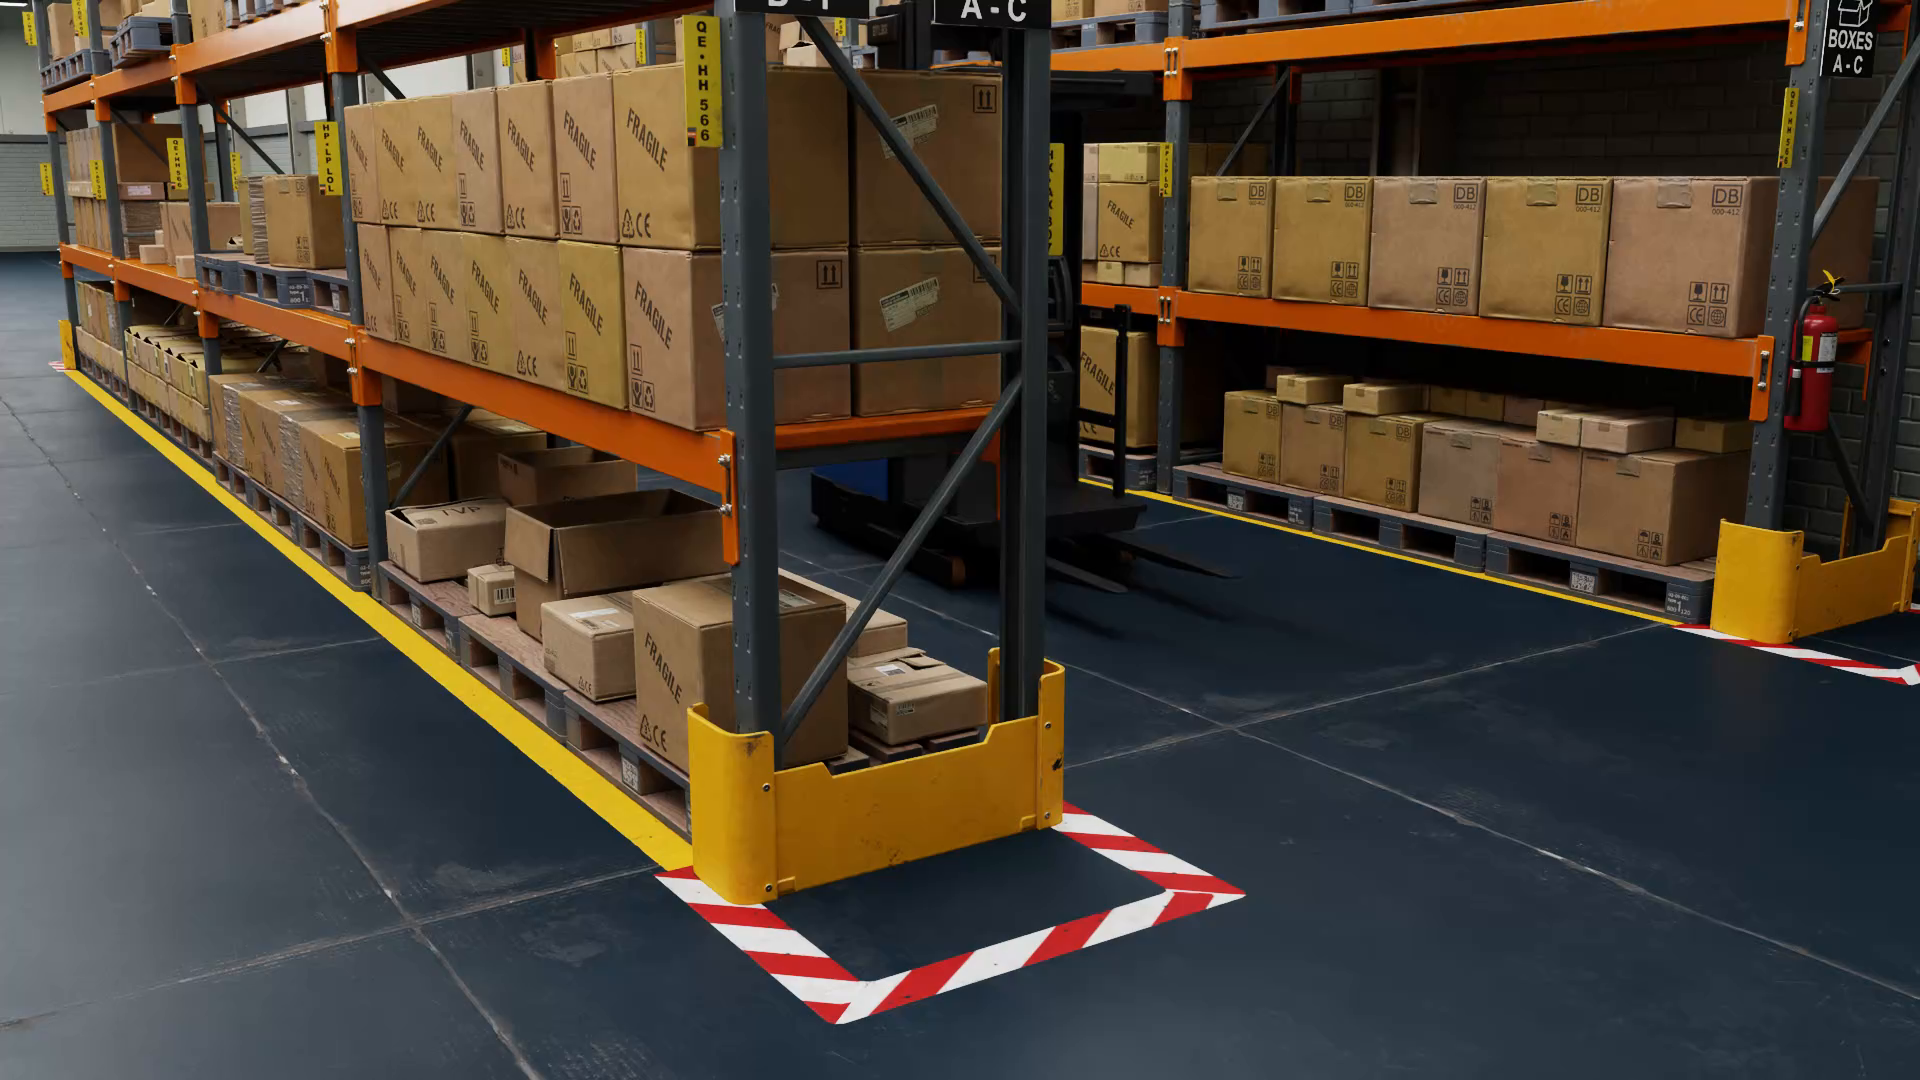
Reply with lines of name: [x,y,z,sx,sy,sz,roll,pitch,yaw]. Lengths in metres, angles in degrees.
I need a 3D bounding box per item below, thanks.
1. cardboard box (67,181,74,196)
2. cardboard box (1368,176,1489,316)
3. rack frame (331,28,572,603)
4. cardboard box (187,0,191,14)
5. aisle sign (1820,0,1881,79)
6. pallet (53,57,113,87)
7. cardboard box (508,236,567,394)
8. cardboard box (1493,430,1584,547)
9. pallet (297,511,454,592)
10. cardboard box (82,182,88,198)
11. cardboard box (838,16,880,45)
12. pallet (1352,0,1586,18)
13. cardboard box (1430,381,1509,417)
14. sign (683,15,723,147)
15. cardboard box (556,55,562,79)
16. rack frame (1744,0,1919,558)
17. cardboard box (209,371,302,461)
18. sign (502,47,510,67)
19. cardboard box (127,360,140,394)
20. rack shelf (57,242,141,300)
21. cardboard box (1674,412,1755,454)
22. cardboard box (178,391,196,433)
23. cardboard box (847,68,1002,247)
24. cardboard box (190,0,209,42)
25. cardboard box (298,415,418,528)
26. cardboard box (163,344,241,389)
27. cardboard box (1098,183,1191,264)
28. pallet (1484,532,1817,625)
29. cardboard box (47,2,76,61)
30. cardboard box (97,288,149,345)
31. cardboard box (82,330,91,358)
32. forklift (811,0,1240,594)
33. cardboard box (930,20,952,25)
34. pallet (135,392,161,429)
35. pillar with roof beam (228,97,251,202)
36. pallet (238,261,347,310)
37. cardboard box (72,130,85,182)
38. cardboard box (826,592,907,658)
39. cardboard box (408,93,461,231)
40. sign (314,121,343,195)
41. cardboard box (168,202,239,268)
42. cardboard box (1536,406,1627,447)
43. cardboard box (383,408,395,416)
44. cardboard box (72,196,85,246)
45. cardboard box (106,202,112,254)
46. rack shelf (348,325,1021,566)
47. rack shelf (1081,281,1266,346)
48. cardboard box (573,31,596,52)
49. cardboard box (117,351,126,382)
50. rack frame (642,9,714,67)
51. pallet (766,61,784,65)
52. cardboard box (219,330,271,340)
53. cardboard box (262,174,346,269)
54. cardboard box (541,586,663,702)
cardboard box: [-9.014,-3.636,17.214,0.380,0.149,0.250,-8,15,-33]
cardboard box: [2.816,-1.608,8.990,0.980,0.700,0.700,-9,15,-35]
rack frame: [-2.404,-1.231,7.970,1.000,3.000,0.127,-8,15,-33]
cardboard box: [-4.918,-3.614,11.213,0.500,0.250,0.500,-9,15,-37]
aisle sign: [3.724,-2.328,6.903,0.394,0.787,0.004,-8,15,-33]
pallet: [-8.002,-4.441,15.836,1.003,0.211,1.213,-8,15,-33]
cardboard box: [-1.224,-0.797,5.752,0.500,0.500,0.500,-8,15,-32]
cardboard box: [3.186,-0.292,8.546,0.700,0.500,0.500,-8,15,-33]
pallet: [-2.886,-0.009,8.909,1.003,0.211,1.213,-8,15,-33]
cardboard box: [-8.299,-3.407,16.168,0.380,0.149,0.250,-8,15,-33]
cardboard box: [-0.706,-4.209,14.284,0.500,0.500,0.500,-8,15,-33]
pallet: [2.835,-2.877,8.681,1.003,0.211,1.213,-8,15,-33]
cardboard box: [2.855,-0.792,9.312,0.380,0.149,0.250,-8,15,-34]
sign: [-0.661,-1.178,4.276,0.100,0.325,0.005,-8,15,-33]
cardboard box: [-4.395,-5.196,18.797,0.500,0.500,0.500,-7,14,-30]
rack frame: [3.934,-1.107,7.402,1.000,3.000,0.127,-8,15,-33]
cardboard box: [-4.606,-0.822,10.919,0.500,0.500,0.500,-7,14,-30]
sign: [-5.382,-5.780,19.706,0.100,0.325,0.005,-8,15,-33]
cardboard box: [-6.819,-1.415,14.263,0.500,0.250,0.500,-9,15,-34]
rack shelf: [-7.944,-2.658,16.180,1.077,0.370,4.000,-8,15,-33]
cardboard box: [3.699,-0.522,8.076,0.380,0.149,0.250,-8,15,-32]
cardboard box: [-5.403,-0.960,12.185,0.500,0.250,0.500,-8,15,-33]
cardboard box: [-0.214,-1.167,5.103,0.500,0.500,0.500,-8,14,-31]
cardboard box: [-4.350,-3.383,10.556,0.910,0.500,0.500,-8,15,-33]
cardboard box: [-3.183,-0.368,8.843,0.500,0.500,0.500,-8,15,-33]
cardboard box: [-5.686,-1.324,12.536,0.500,0.311,0.500,-8,15,-33]
cardboard box: [1.252,-2.074,10.849,0.500,0.500,0.500,-8,15,-34]
pallet: [3.426,0.123,8.307,1.003,0.211,1.213,-8,15,-33]
cardboard box: [-8.360,-4.825,15.840,0.500,0.500,0.500,-8,15,-33]
cardboard box: [-7.822,-2.118,15.722,0.500,0.500,0.500,-8,15,-33]
cardboard box: [-8.660,-2.017,17.017,0.500,0.250,0.500,-8,15,-33]
forklift: [0.269,-1.302,8.453,1.130,2.935,3.031,-7,14,-27]
cardboard box: [0.156,-4.091,12.764,0.700,0.500,0.500,-9,15,-36]
pallet: [-6.395,-1.165,14.196,1.003,0.211,1.213,-8,15,-33]
pillar with roof beam: [-20.704,-10.620,36.860,9.100,9.000,0.548,-8,15,-33]
pallet: [-3.539,-1.503,9.665,1.003,0.211,1.213,-8,15,-33]
cardboard box: [-8.479,-3.861,16.726,0.700,0.500,0.500,-9,15,-34]
cardboard box: [-0.530,0.389,5.966,0.500,0.250,0.500,-8,15,-33]
cardboard box: [-1.806,-1.468,6.480,0.500,0.500,0.500,-9,15,-34]
sign: [-2.864,-1.730,7.543,0.100,0.325,0.005,-8,15,-33]
cardboard box: [-5.855,-2.382,12.997,0.500,0.500,0.500,-8,15,-33]
cardboard box: [3.098,-0.567,8.283,0.380,0.149,0.250,-8,14,-31]
cardboard box: [-3.044,-0.523,9.554,0.500,0.500,0.500,-8,15,-32]
cardboard box: [-8.804,-3.330,17.332,0.700,0.500,0.500,-8,15,-33]
cardboard box: [-7.385,-2.874,15.249,0.700,0.500,0.500,-8,15,-33]
rack shelf: [-1.296,-0.524,6.421,1.077,0.370,4.000,-8,15,-33]
rack shelf: [0.610,-1.822,12.358,1.077,0.370,4.000,-8,15,-33]
cardboard box: [-3.828,-5.498,17.840,0.500,0.500,0.500,-9,15,-35]
cardboard box: [-7.275,-1.572,14.984,0.500,0.250,0.500,-8,15,-33]
rack frame: [-2.714,-6.172,16.520,1.000,3.000,0.127,-8,15,-33]
pallet: [-1.884,-4.308,15.459,1.213,0.211,1.003,-8,15,-33]
cardboard box: [-5.805,-1.571,13.664,0.500,0.311,0.500,-8,15,-33]
cardboard box: [-3.434,-1.792,9.318,0.500,0.500,0.700,11,16,41]
cardboard box: [-1.195,0.369,6.062,0.500,0.250,0.500,-8,15,-33]
